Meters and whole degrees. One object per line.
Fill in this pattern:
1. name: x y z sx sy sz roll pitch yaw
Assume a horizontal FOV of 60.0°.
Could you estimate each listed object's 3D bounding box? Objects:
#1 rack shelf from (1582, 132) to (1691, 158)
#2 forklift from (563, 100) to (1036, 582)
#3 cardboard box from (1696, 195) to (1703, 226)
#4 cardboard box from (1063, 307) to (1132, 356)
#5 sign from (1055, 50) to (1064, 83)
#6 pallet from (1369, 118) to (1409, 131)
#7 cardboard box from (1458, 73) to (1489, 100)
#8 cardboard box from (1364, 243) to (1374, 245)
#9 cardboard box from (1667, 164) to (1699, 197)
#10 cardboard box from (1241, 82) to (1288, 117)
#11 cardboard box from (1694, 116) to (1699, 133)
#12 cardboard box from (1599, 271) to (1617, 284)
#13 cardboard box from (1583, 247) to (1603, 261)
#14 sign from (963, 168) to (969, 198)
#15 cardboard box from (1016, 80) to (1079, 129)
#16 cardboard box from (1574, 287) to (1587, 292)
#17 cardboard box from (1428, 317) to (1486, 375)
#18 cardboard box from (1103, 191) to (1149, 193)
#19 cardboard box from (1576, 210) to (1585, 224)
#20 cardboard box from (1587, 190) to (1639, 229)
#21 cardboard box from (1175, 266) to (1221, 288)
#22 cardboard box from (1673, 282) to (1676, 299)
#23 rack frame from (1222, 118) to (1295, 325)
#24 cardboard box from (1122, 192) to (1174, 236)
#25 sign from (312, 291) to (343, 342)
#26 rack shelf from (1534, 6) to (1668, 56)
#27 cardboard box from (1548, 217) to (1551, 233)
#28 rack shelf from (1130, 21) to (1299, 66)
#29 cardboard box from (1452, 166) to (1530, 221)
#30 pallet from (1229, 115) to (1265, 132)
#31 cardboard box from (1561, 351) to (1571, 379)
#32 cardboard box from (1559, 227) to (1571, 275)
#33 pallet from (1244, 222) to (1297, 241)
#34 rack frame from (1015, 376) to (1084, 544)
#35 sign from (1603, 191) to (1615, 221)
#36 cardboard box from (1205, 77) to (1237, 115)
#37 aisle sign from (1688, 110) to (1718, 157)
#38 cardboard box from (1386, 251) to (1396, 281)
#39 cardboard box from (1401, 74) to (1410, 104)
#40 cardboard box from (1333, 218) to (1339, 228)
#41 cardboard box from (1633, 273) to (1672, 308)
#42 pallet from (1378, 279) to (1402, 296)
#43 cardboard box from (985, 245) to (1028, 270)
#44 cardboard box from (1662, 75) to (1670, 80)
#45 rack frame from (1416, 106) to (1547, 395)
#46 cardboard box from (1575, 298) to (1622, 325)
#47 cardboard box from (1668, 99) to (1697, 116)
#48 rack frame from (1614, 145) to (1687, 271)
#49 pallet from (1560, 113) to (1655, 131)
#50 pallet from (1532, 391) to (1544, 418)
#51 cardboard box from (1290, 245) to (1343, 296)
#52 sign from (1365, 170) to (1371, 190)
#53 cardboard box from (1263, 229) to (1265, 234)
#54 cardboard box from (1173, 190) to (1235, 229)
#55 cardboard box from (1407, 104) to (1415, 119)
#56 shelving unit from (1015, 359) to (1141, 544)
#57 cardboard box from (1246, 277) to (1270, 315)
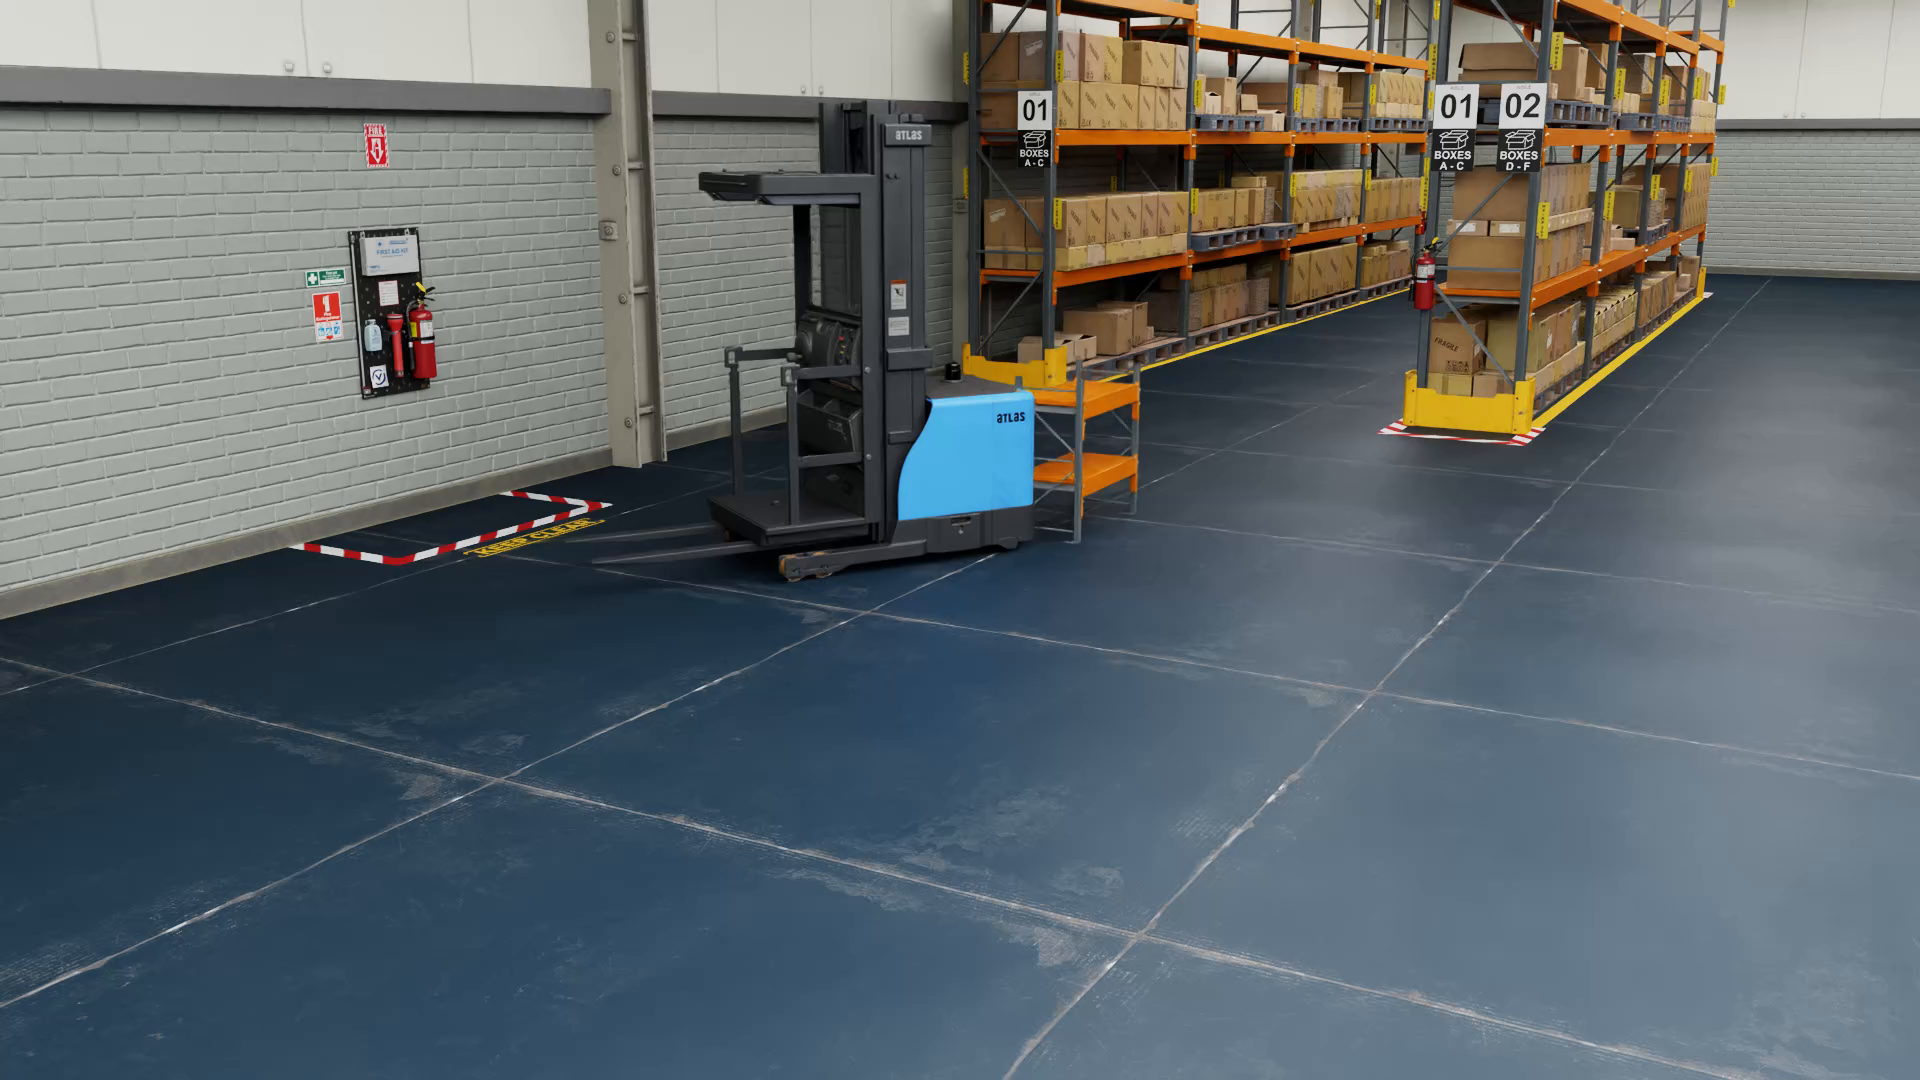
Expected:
1. rack shelf: 9.732 -5.713 23.963 1.077 0.370 4.000 7 15 28
2. forklift: -1.035 -1.304 10.690 3.031 2.935 1.130 -7 15 -27
3. cardboard box: 12.160 -5.552 27.951 0.500 0.500 0.500 8 15 28
4. cardboard box: 1.647 -2.505 19.919 0.700 0.500 0.500 6 15 25
5. sign: 1.034 -4.935 17.337 0.100 0.325 0.005 7 15 28
6. pallet: 7.356 -7.406 29.642 1.003 0.211 1.213 7 15 28
7. cardboard box: 5.223 -4.476 16.425 0.500 0.250 0.500 7 15 28
8. cardboard box: 7.317 -5.333 30.307 0.380 0.149 0.250 8 15 29
9. cardboard box: 11.671 -5.825 26.949 0.500 0.500 0.500 7 15 26
10. cardboard box: 4.606 -6.579 24.871 0.700 0.500 0.500 6 15 24
11. cardboard box: 11.395 -6.574 26.320 0.500 0.250 0.500 7 15 28
12. cardboard box: 9.035 -3.787 23.638 0.500 0.250 0.500 8 16 30
13. cardboard box: 7.438 -3.410 19.812 0.380 0.149 0.250 7 15 28
14. sign: 0.083 -3.896 18.151 0.100 0.325 0.005 7 15 28
15. cardboard box: 0.940 -4.670 17.847 0.500 0.500 0.500 8 16 30
16. cardboard box: 8.255 -3.260 22.428 0.500 0.311 0.500 8 16 30
17. cardboard box: 4.896 -1.928 16.502 0.500 0.500 0.500 7 15 28
18. cardboard box: 2.083 -4.162 21.075 0.500 0.500 0.500 7 15 27
19. cardboard box: 6.642 -3.552 18.271 0.380 0.149 0.250 7 15 26
20. cardboard box: 8.971 -4.588 23.057 0.700 0.500 0.500 2 14 9
21. cardboard box: 3.292 -3.648 23.058 0.500 0.250 0.500 7 15 26
22. cardboard box: 11.091 -3.983 26.452 0.500 0.311 0.500 7 15 28
23. rack frame: 4.427 -4.754 24.854 1.000 3.000 0.127 7 15 28
24. cardboard box: 2.299 -4.000 20.402 0.500 0.500 0.500 7 15 28
25. sign: -4.346 -1.536 11.430 0.001 0.329 0.234 7 15 28
26. rack shelf: 7.798 -6.156 20.255 1.077 0.370 4.000 7 15 28
27. cardboard box: 5.647 -3.129 16.517 0.380 0.149 0.250 7 15 27
28. rack shelf: 3.460 -6.716 22.580 1.077 0.370 4.000 7 15 28
29. cardboard box: 5.160 -3.337 15.993 0.700 0.500 0.500 7 15 28
30. pallet: 3.383 -5.628 22.479 1.213 0.211 1.003 7 15 28
31. cardboard box: 6.319 -1.915 18.047 0.500 0.250 0.500 7 15 28
32. cardboard box: 6.127 -3.118 17.855 0.700 0.500 0.500 8 16 29
33. pallet: 4.175 -4.503 24.220 1.213 0.211 1.003 7 15 28
34. rack frame: 0.606 -0.551 11.417 0.500 1.125 0.032 7 15 27
35. sign: 7.318 -3.770 18.754 0.100 0.325 0.005 7 15 28
36. cardboard box: 3.423 -6.001 22.514 0.500 0.500 0.500 7 15 26
37. aisle sign: 12.933 -7.078 28.946 0.394 0.787 0.004 7 15 28
38. cardboard box: 7.559 -5.024 30.408 0.700 0.500 0.500 7 15 26
39. cardboard box: 7.683 -8.008 29.559 0.500 0.500 0.500 7 15 26
40. cardboard box: 5.926 -5.155 27.010 0.380 0.149 0.250 7 15 28
41. cardboard box: 10.464 -3.779 25.203 0.500 0.500 0.500 7 15 28
42. pallet: 7.385 -4.618 30.237 1.003 0.211 1.213 7 15 28
43. cardboard box: 0.616 -3.168 18.550 0.500 0.250 0.500 8 16 29
44. cardboard box: 10.087 -6.539 24.535 0.600 0.600 0.600 7 15 27
45. rack frame: 4.897 -2.552 15.721 1.000 3.000 0.127 7 15 28
46. cardboard box: 7.991 -2.885 20.876 0.500 0.311 0.500 8 16 30
47. cardboard box: 11.151 -6.714 25.837 0.500 0.250 0.500 7 15 28
48. rack frame: 10.698 -5.014 25.933 1.000 3.000 0.127 7 15 28
49. pallet: 7.977 -5.181 20.627 1.003 0.211 1.213 8 16 31
50. pallet: 5.230 -1.359 16.718 1.003 0.211 1.213 7 15 28
51. cardboard box: 5.733 -4.403 27.088 0.750 0.750 0.750 8 16 30
52. sign: 6.840 -6.040 27.884 0.100 0.325 0.005 7 15 28
53. cardboard box: 4.788 -4.683 25.052 0.380 0.149 0.250 7 15 27
54. cardboard box: 3.336 -4.549 22.851 0.700 0.500 0.500 10 17 36
55. cardboard box: 7.922 -7.746 30.075 0.500 0.250 0.500 7 15 26
56. shelving unit: 0.844 -0.656 11.854 0.538 1.125 1.048 7 15 27
57. cardboard box: 4.124 -3.599 24.458 0.700 0.500 0.500 8 16 29
